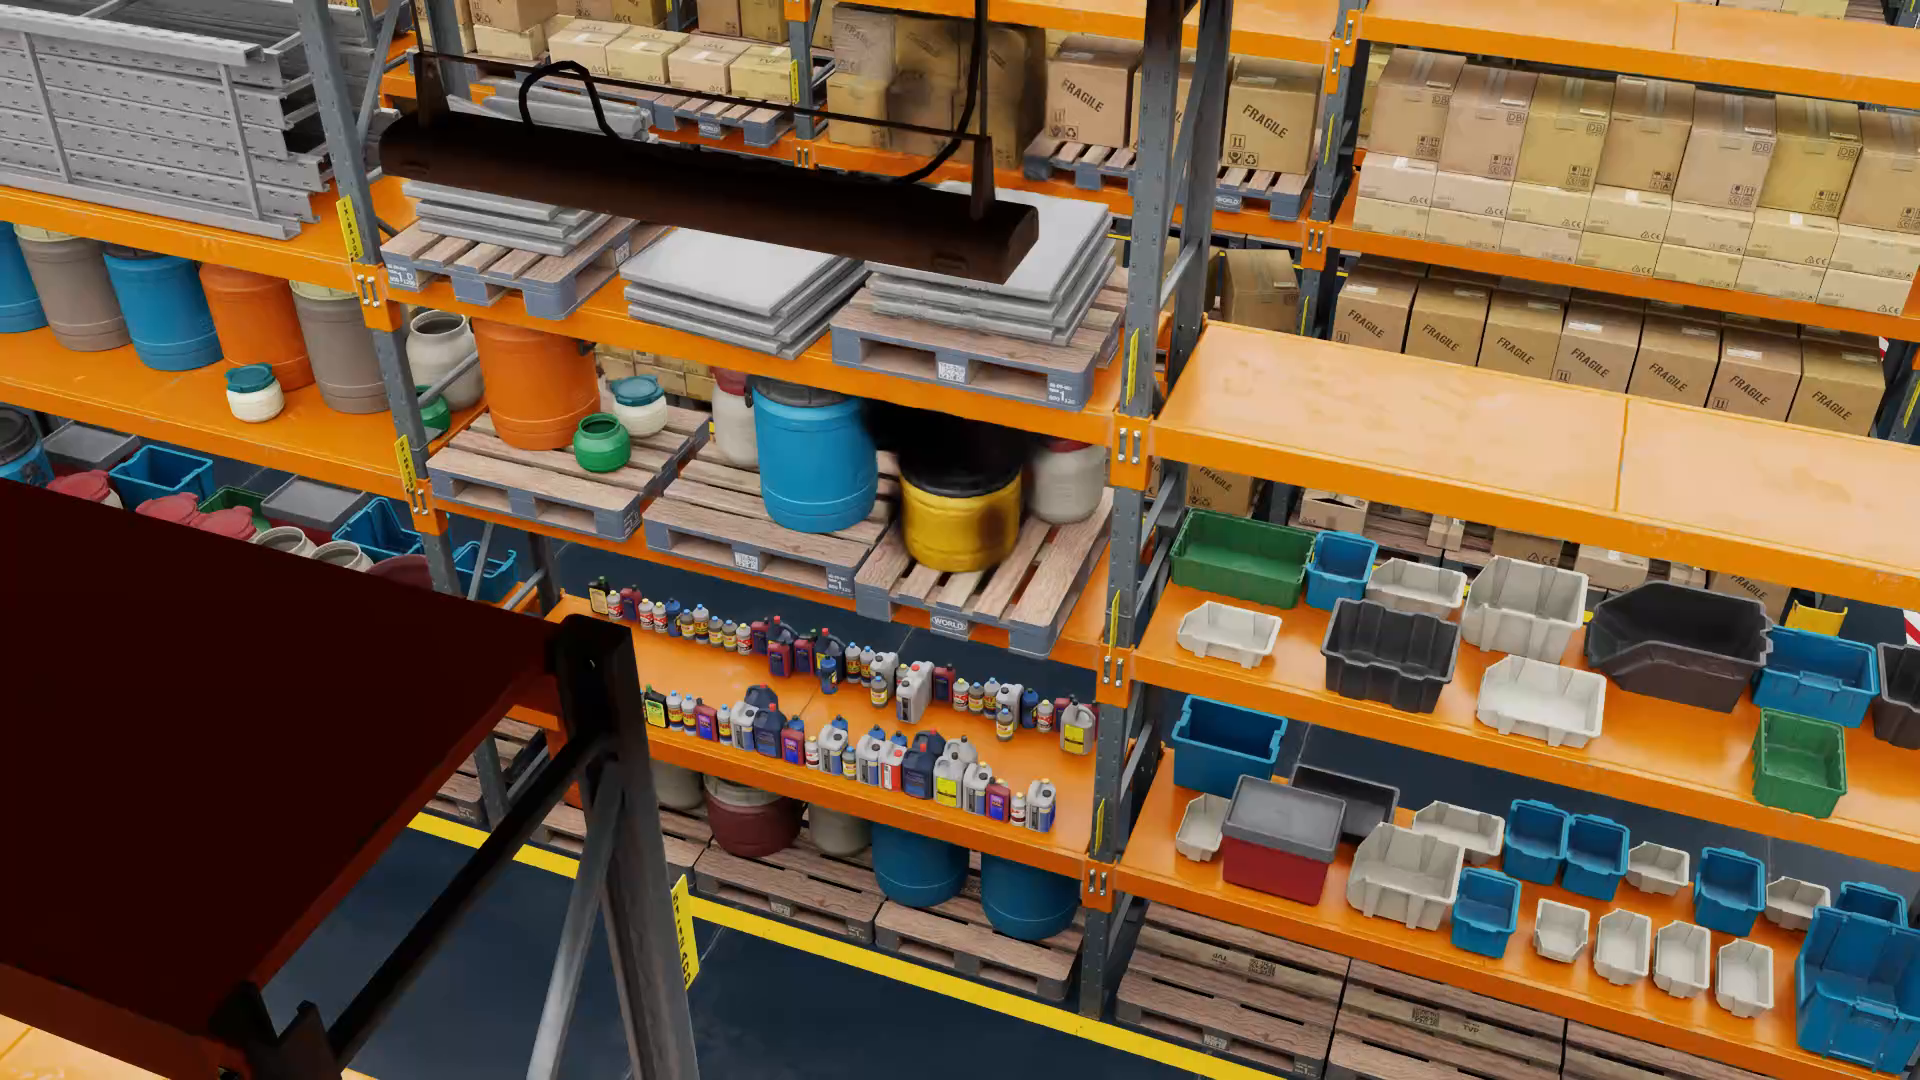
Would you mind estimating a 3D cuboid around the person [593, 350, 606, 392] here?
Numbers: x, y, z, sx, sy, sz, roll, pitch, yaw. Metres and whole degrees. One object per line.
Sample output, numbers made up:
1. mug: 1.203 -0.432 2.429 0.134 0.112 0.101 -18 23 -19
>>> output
1. person: -2.797 -0.763 13.032 0.809 1.710 0.507 5 37 6
